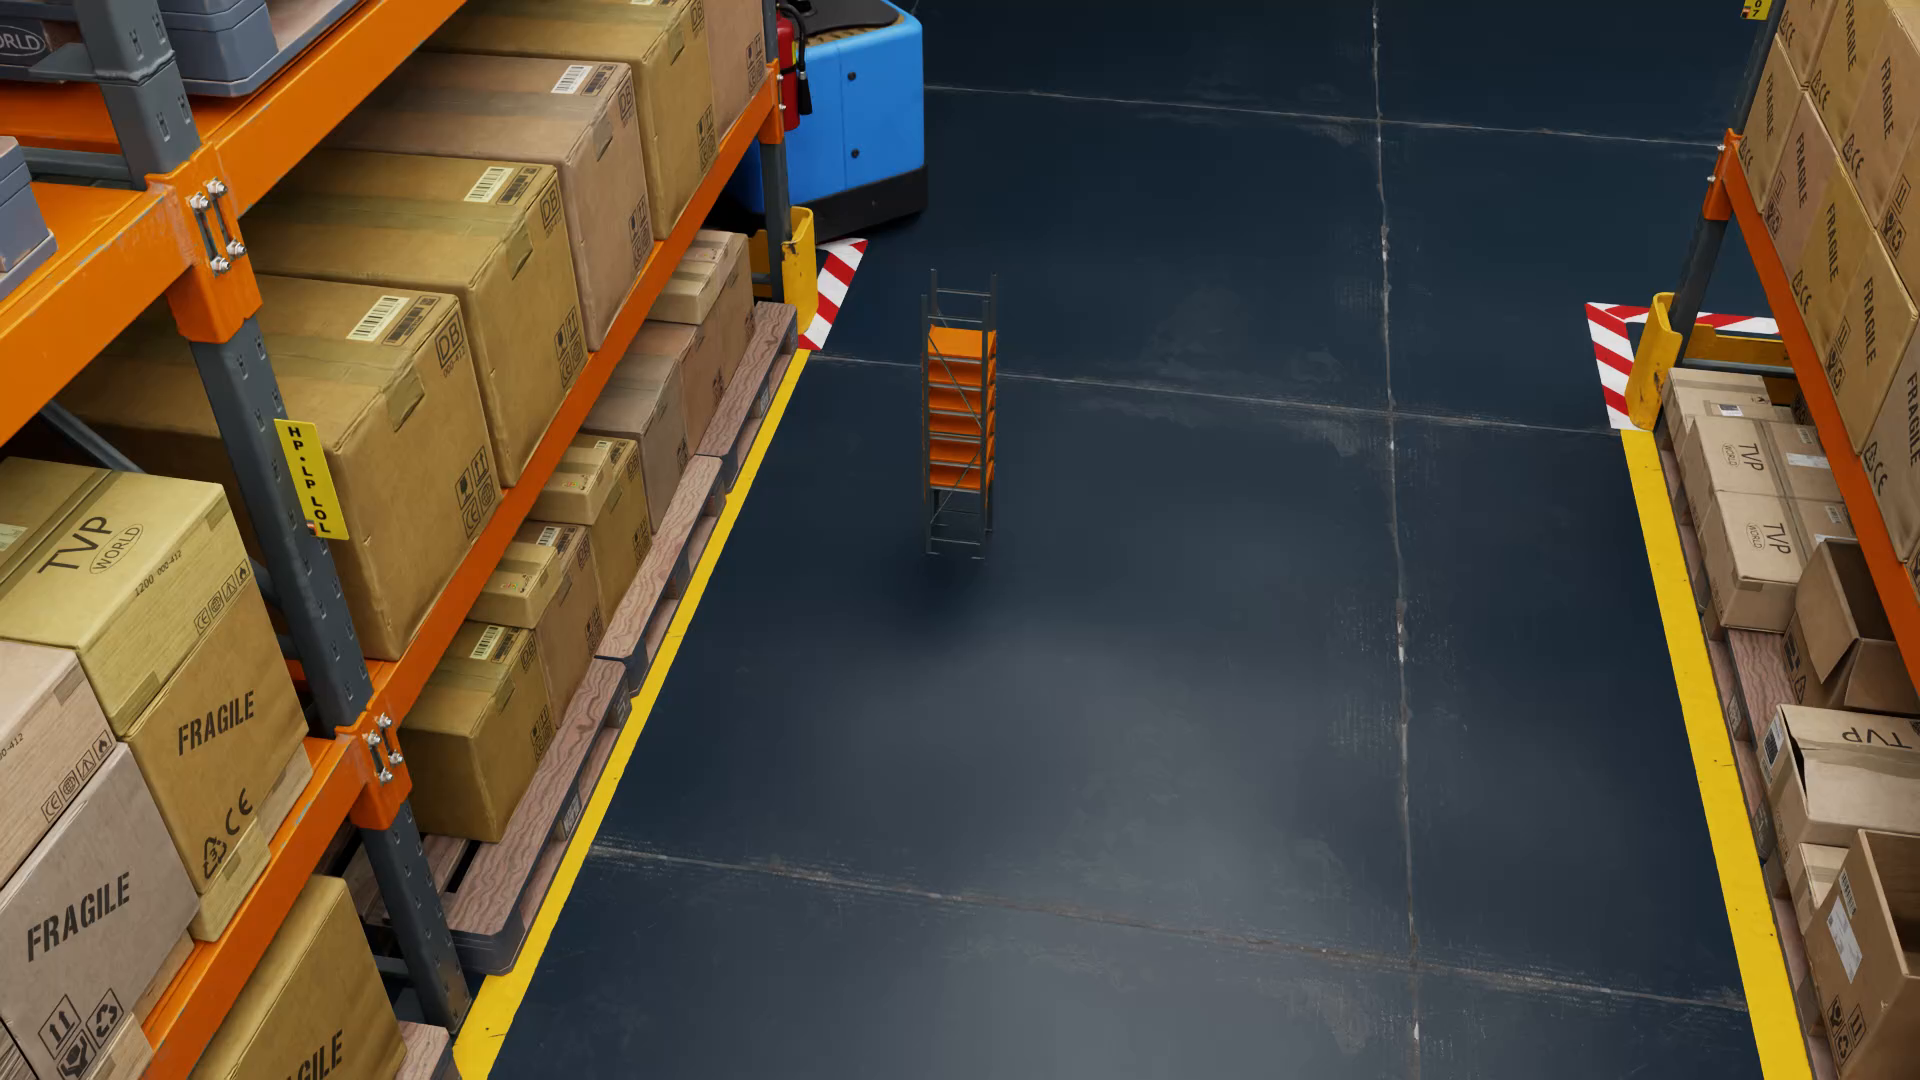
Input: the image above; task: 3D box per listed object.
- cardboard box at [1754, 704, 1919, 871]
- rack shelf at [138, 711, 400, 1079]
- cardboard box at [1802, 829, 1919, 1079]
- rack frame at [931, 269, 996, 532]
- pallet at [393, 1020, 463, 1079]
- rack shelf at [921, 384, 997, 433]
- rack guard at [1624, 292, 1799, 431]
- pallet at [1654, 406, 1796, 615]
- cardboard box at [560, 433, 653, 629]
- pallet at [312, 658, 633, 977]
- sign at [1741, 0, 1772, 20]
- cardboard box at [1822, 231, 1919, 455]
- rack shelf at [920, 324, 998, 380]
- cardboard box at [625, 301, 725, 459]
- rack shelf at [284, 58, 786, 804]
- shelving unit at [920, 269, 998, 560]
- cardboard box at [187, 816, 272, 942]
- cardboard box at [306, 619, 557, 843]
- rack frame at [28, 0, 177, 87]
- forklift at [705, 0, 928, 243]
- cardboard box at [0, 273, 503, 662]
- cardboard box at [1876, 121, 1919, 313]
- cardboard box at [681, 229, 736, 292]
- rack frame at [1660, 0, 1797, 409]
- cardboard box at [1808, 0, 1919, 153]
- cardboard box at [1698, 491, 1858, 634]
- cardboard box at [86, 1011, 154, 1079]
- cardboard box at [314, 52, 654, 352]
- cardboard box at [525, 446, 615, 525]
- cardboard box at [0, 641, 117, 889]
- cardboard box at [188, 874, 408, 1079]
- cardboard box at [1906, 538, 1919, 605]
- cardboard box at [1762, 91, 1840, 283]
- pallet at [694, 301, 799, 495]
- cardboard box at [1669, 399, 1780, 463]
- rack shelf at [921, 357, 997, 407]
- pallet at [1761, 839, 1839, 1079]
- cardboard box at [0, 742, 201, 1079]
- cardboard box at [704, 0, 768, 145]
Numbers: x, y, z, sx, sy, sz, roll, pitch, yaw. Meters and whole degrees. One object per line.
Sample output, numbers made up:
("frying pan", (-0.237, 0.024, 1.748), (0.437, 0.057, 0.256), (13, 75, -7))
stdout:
("cardboard box", (2.845, 0.781, 5.216), (0.500, 0.311, 0.500), (6, 40, 8))
("rack shelf", (-2.329, 1.763, 2.828), (1.077, 0.370, 4.000), (6, 40, 8))
("cardboard box", (2.716, 1.179, 4.586), (0.500, 0.500, 0.500), (6, 40, 8))
("rack frame", (0.013, -0.511, 6.426), (0.240, 1.200, 0.006), (6, 40, 8))
("pallet", (-2.043, 1.798, 4.410), (1.003, 0.211, 1.213), (6, 40, 8))
("rack shelf", (-0.002, -0.512, 6.309), (0.258, 0.103, 0.180), (6, 40, 8))
("rack guard", (3.575, -0.725, 7.235), (1.175, 0.500, 0.348), (6, 40, 8))
("pallet", (3.438, -0.113, 6.721), (1.003, 0.211, 1.213), (6, 40, 8))
("cardboard box", (-1.572, -0.063, 6.104), (0.700, 0.500, 0.500), (7, 40, 9))
("pallet", (-1.775, 0.836, 5.573), (1.003, 0.211, 1.213), (6, 40, 8))
("sign", (3.054, -2.130, 6.292), (0.100, 0.325, 0.005), (6, 40, 8))
("cardboard box", (2.990, -0.573, 5.010), (0.500, 0.500, 0.500), (7, 40, 8))
("rack shelf", (-0.002, -0.697, 6.156), (0.258, 0.103, 0.180), (6, 40, 8))
("cardboard box", (-1.400, -0.714, 6.892), (0.700, 0.500, 0.500), (6, 40, 8))
("rack shelf", (-1.637, -0.748, 5.865), (1.077, 0.370, 4.000), (6, 40, 8))
("shelving unit", (-0.002, -0.453, 6.357), (0.258, 1.200, 0.189), (6, 40, 8))
("cardboard box", (-1.783, 0.724, 3.702), (0.380, 0.149, 0.250), (7, 40, 8))
("cardboard box", (-1.753, 0.574, 5.334), (0.700, 0.500, 0.500), (7, 40, 8))
("rack frame", (-1.983, -2.082, 2.206), (1.000, 3.000, 0.127), (6, 40, 8))
("forklift", (-1.393, -3.461, 8.636), (1.130, 2.935, 3.031), (-23, 45, -25))
("cardboard box", (-1.873, -0.224, 4.431), (0.980, 0.700, 0.700), (7, 40, 8))
("cardboard box", (2.991, -0.949, 4.681), (0.500, 0.500, 0.500), (6, 40, 7))
("cardboard box", (-1.156, -1.177, 6.943), (0.380, 0.149, 0.250), (6, 40, 7))
("rack frame", (3.589, -1.736, 6.496), (1.000, 3.000, 0.127), (6, 40, 8))
("cardboard box", (3.169, -1.582, 5.446), (0.500, 0.500, 0.500), (7, 40, 8))
("cardboard box", (3.042, 0.092, 6.098), (0.500, 0.250, 0.500), (6, 40, 8))
("cardboard box", (-1.860, 1.054, 3.303), (0.380, 0.149, 0.250), (6, 40, 8))
("cardboard box", (-1.625, -1.139, 5.538), (0.980, 0.700, 0.700), (5, 40, 6))
("cardboard box", (-1.424, -0.199, 5.759), (0.380, 0.149, 0.250), (5, 40, 6))
("cardboard box", (-1.910, 0.422, 2.970), (0.500, 0.250, 0.500), (7, 40, 9))
("cardboard box", (-1.968, 1.319, 4.158), (0.750, 0.750, 0.750), (7, 40, 8))
("cardboard box", (2.818, 0.070, 4.233), (0.500, 0.500, 0.500), (7, 40, 9))
("cardboard box", (3.168, -1.201, 5.770), (0.500, 0.500, 0.500), (6, 40, 7))
("pallet", (-1.352, -0.695, 7.425), (1.003, 0.211, 1.213), (6, 40, 8))
("cardboard box", (3.134, -0.432, 6.797), (0.380, 0.166, 0.250), (6, 40, 8))
("rack shelf", (-0.002, -0.604, 6.232), (0.258, 0.103, 0.180), (6, 40, 8))
("pallet", (3.016, 1.418, 4.869), (1.003, 0.211, 1.213), (6, 40, 8))
("cardboard box", (-1.893, 0.708, 3.212), (0.500, 0.500, 0.500), (7, 40, 8))
("cardboard box", (-1.369, -2.074, 6.670), (0.980, 0.700, 0.700), (8, 40, 10))
